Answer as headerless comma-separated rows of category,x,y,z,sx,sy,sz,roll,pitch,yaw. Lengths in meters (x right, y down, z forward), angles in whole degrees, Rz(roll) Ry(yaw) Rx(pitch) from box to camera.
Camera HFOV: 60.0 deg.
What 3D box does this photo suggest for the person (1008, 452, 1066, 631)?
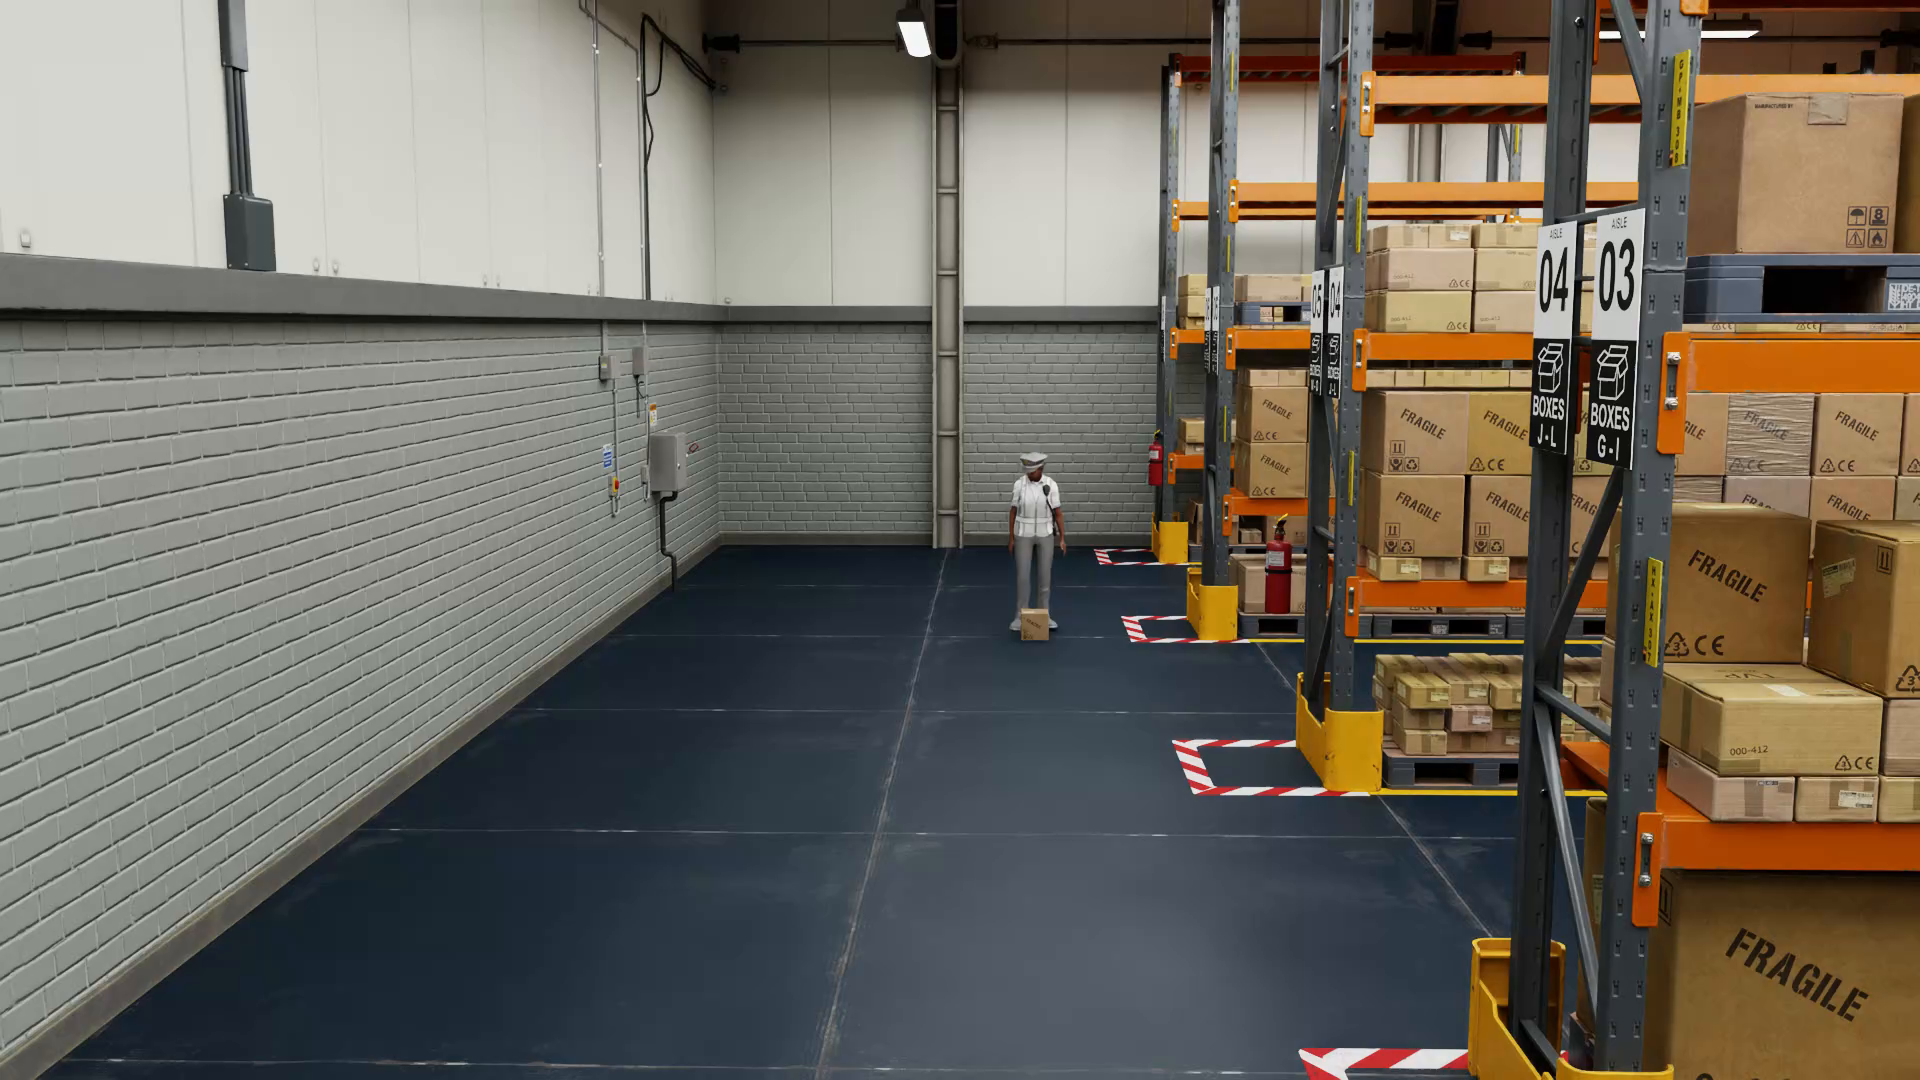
person,0.728,0.011,15.634,0.537,1.672,0.397,-1,7,-4
